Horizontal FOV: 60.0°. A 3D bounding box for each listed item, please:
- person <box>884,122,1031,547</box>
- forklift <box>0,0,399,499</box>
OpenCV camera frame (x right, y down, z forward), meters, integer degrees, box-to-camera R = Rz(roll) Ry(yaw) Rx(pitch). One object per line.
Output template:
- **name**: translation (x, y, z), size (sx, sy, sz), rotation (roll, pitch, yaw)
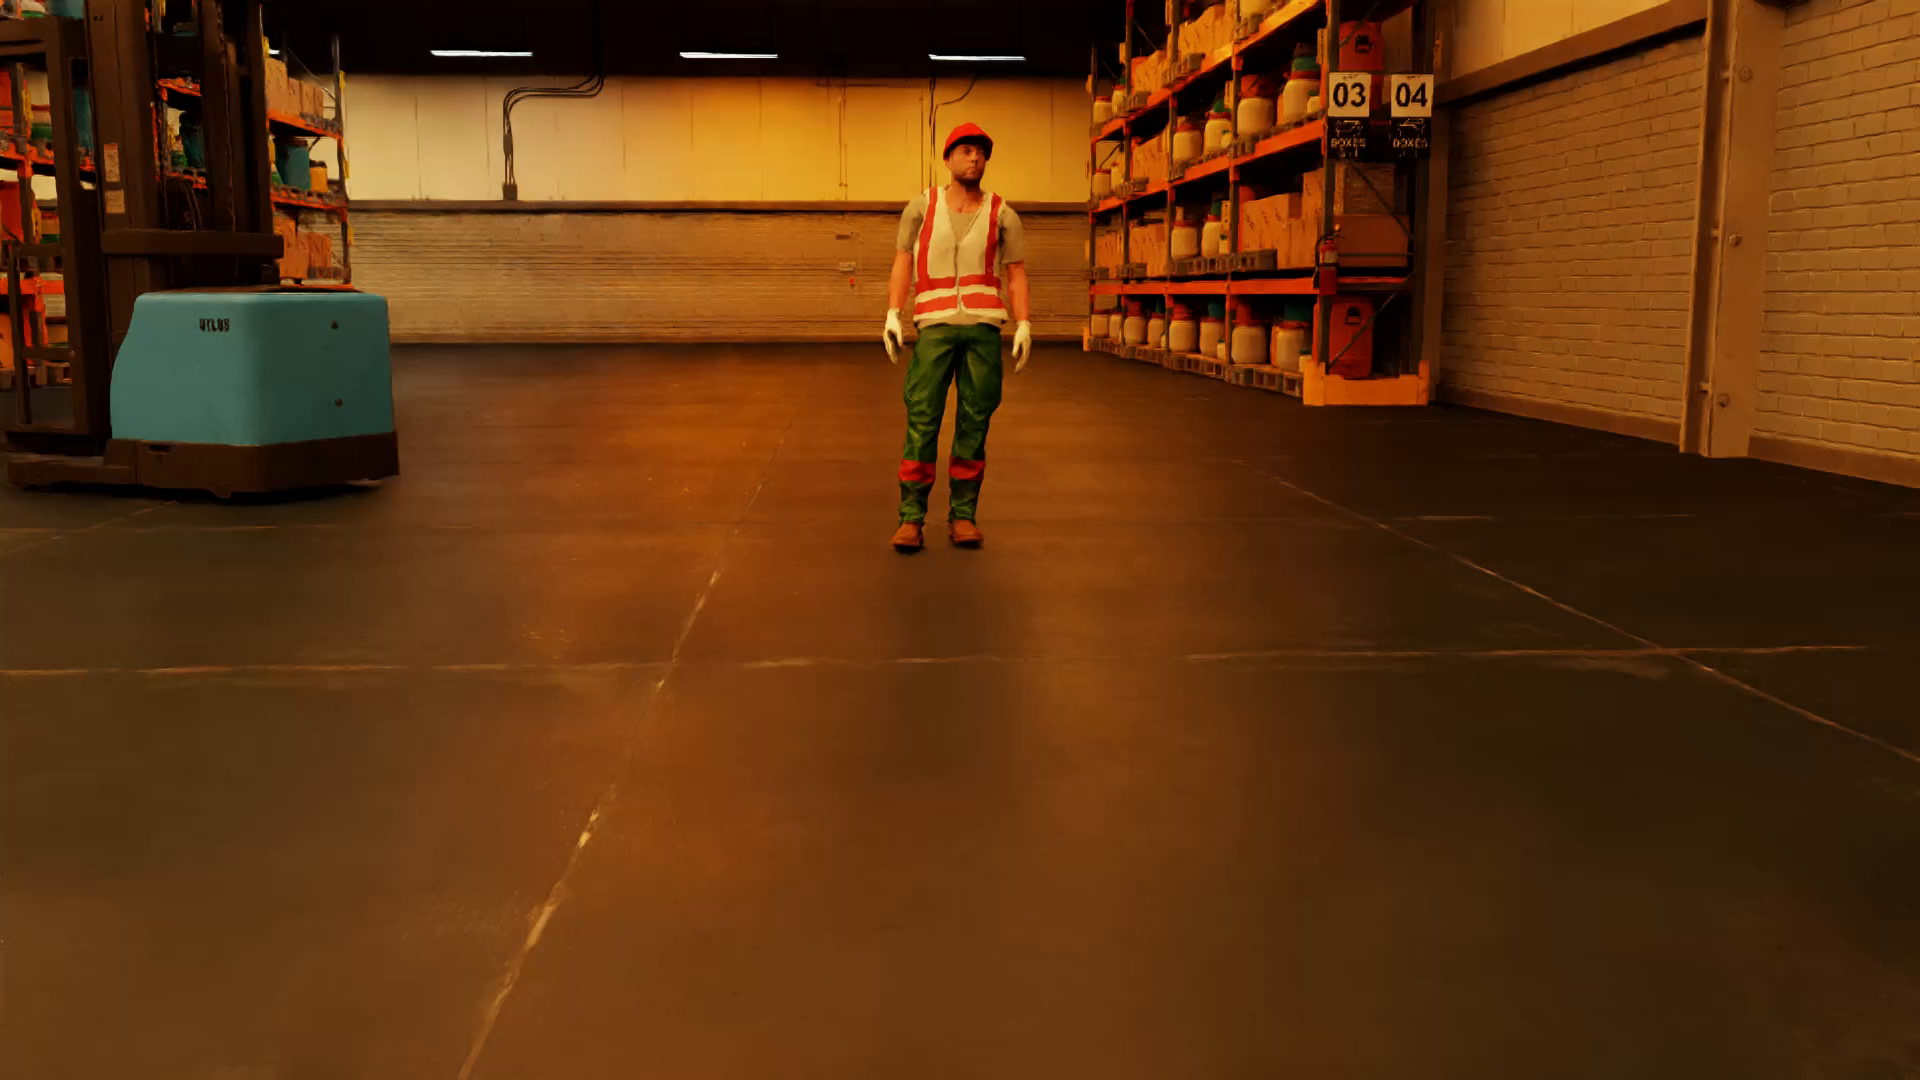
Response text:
- **person**: translation (-0.006, -0.880, 7.097), size (0.637, 1.787, 0.563), rotation (-1, 8, -4)
- **forklift**: translation (-4.697, -1.782, 9.330), size (3.031, 2.935, 1.130), rotation (4, 9, 26)
